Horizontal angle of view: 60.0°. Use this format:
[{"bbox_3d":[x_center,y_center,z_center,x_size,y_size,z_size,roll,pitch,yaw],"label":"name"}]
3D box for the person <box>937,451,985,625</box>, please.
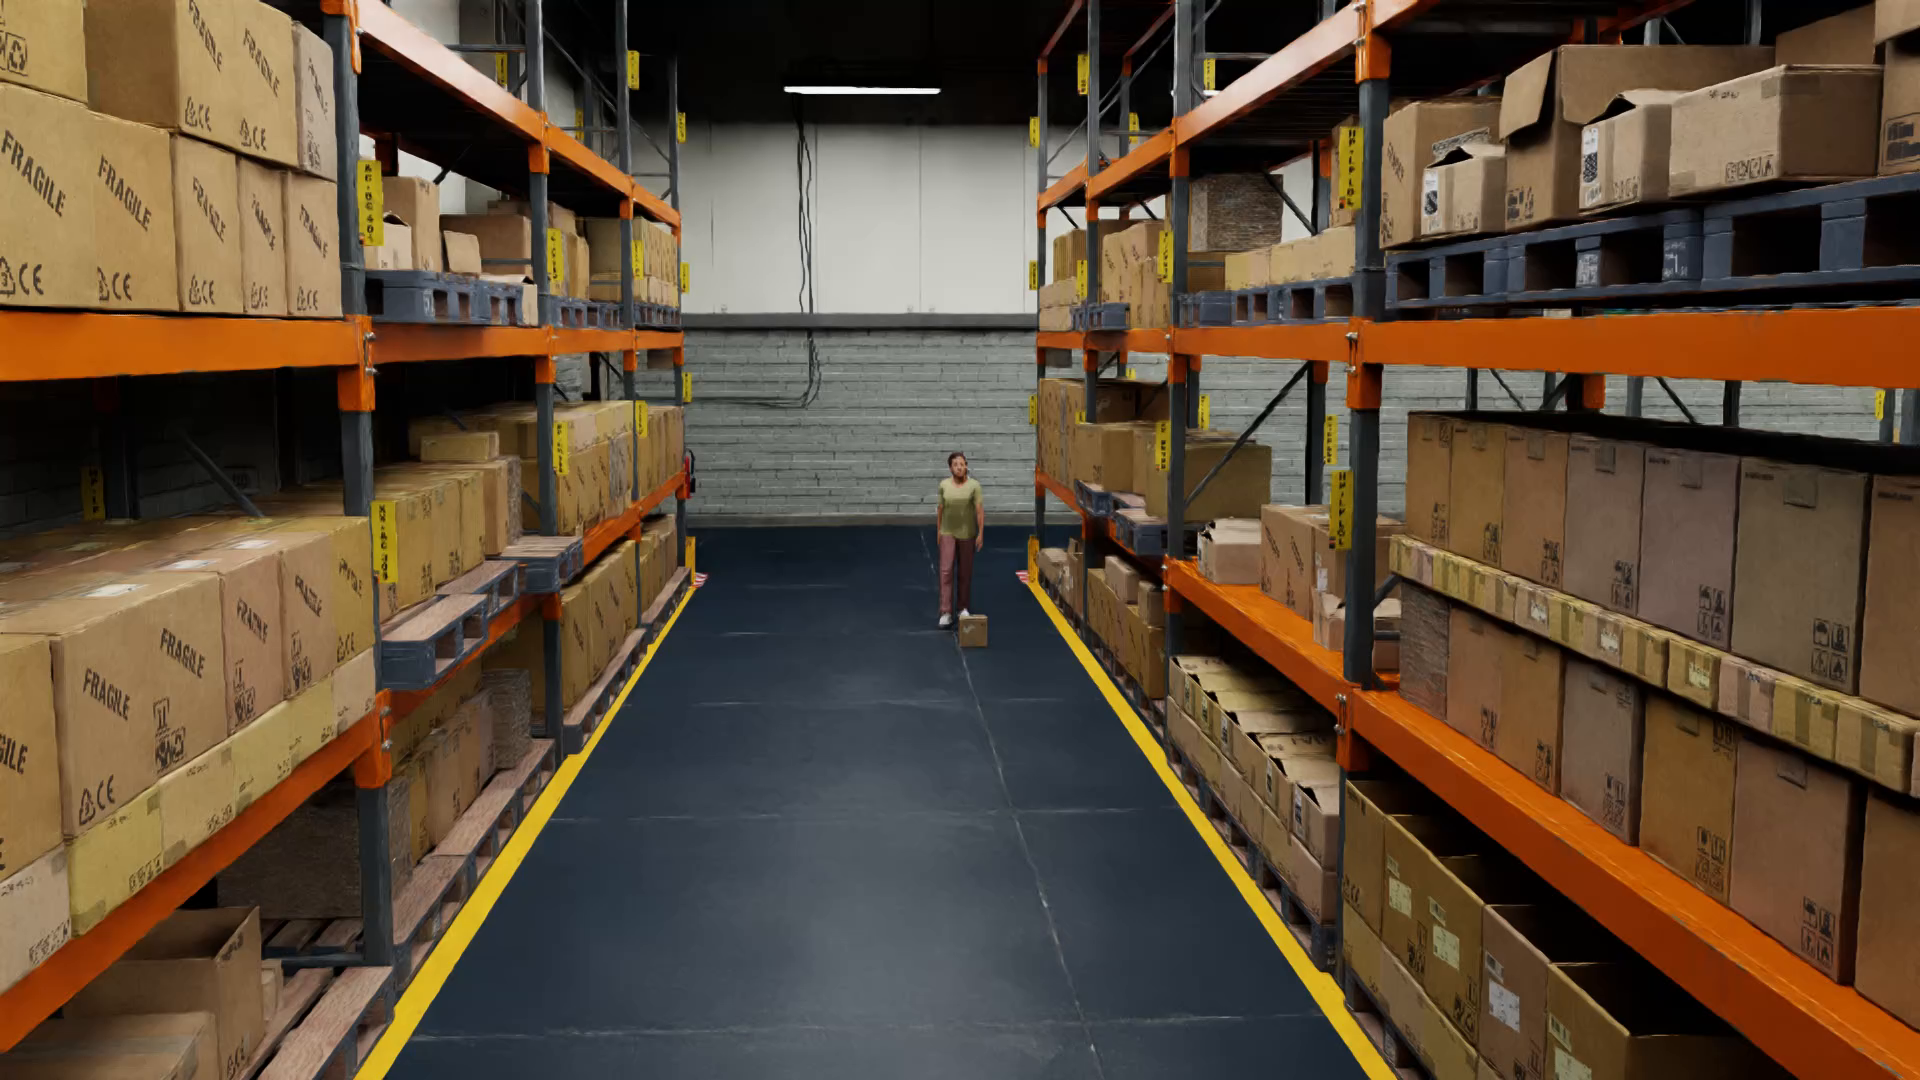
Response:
[{"bbox_3d":[0.004,-0.029,15.956,0.463,1.636,0.812,0,7,0],"label":"person"}]
